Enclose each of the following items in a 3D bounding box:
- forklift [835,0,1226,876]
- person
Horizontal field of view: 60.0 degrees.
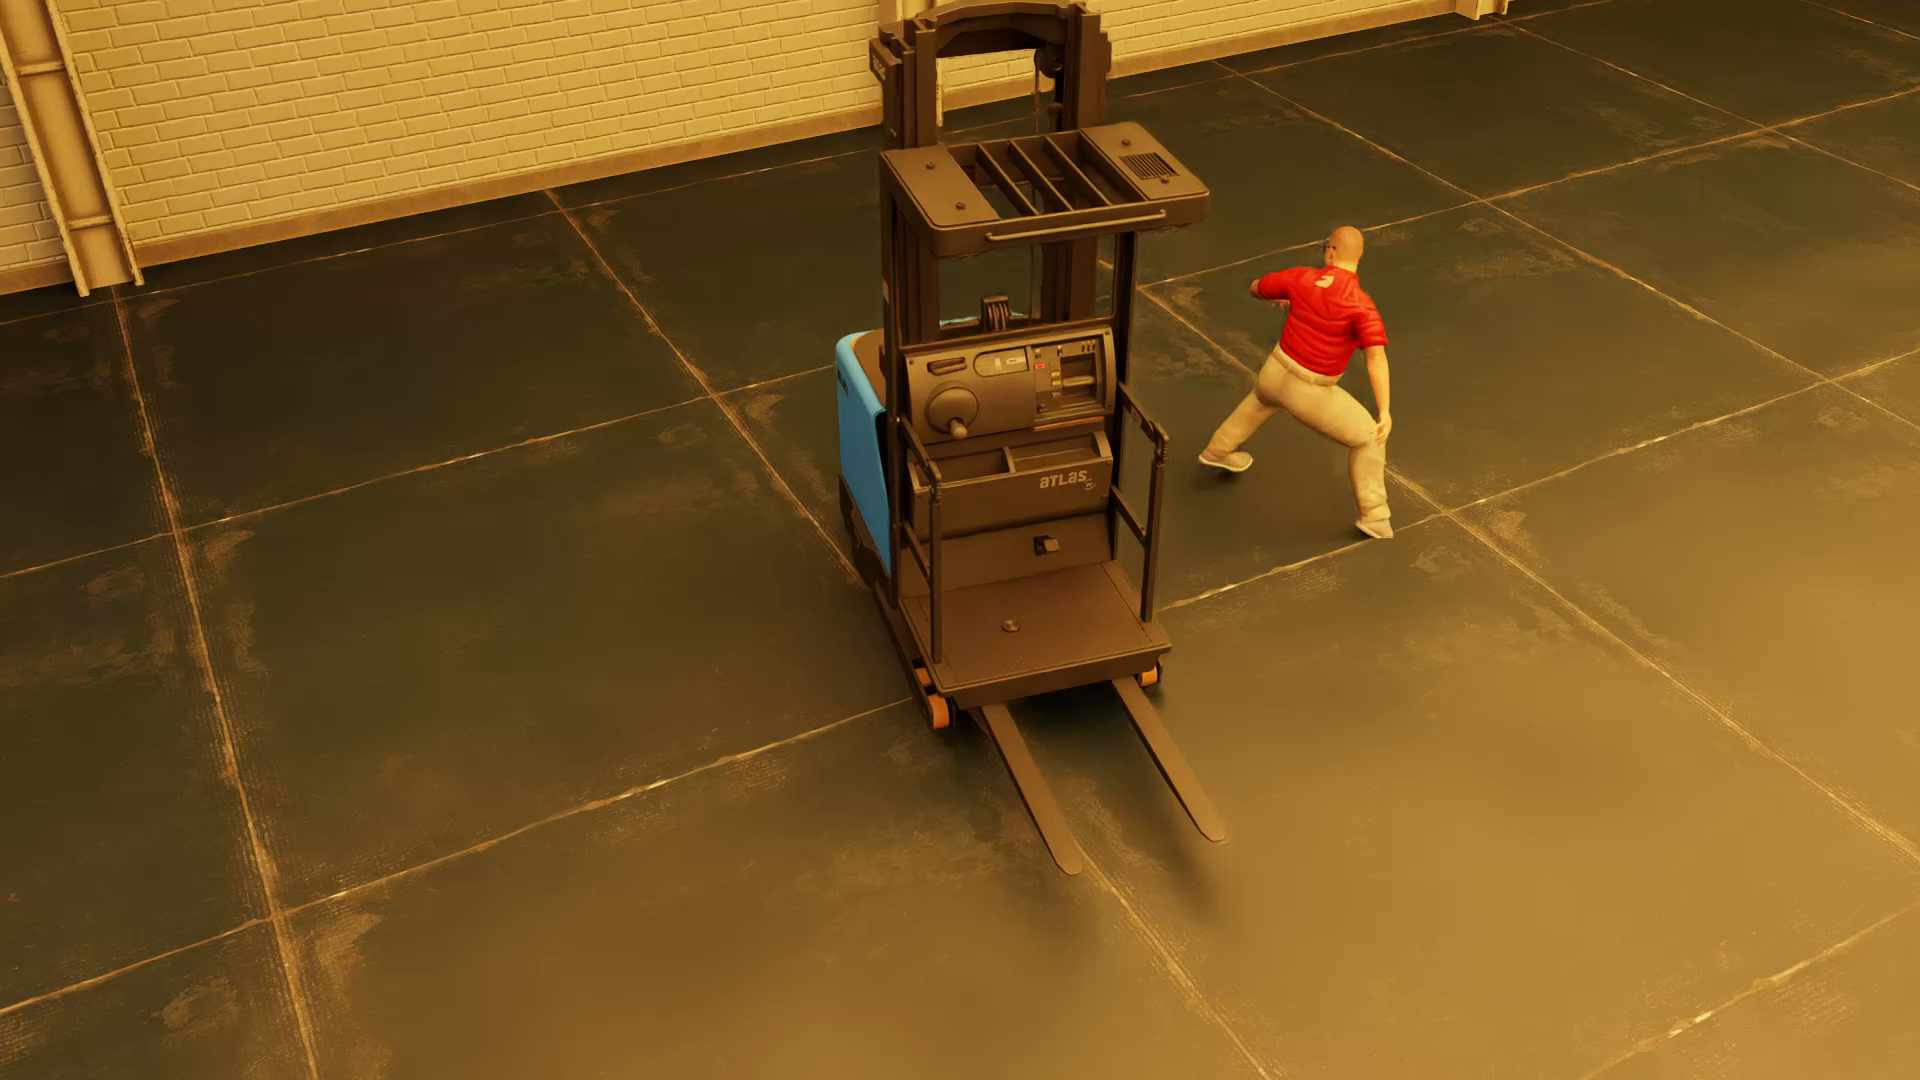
[{"bbox_3d":[0.290,-0.607,6.982,1.130,2.935,3.031,-10,37,-14],"label":"forklift"},{"bbox_3d":[1.850,-0.767,8.490,0.547,1.687,1.151,-24,42,-30],"label":"person"}]
